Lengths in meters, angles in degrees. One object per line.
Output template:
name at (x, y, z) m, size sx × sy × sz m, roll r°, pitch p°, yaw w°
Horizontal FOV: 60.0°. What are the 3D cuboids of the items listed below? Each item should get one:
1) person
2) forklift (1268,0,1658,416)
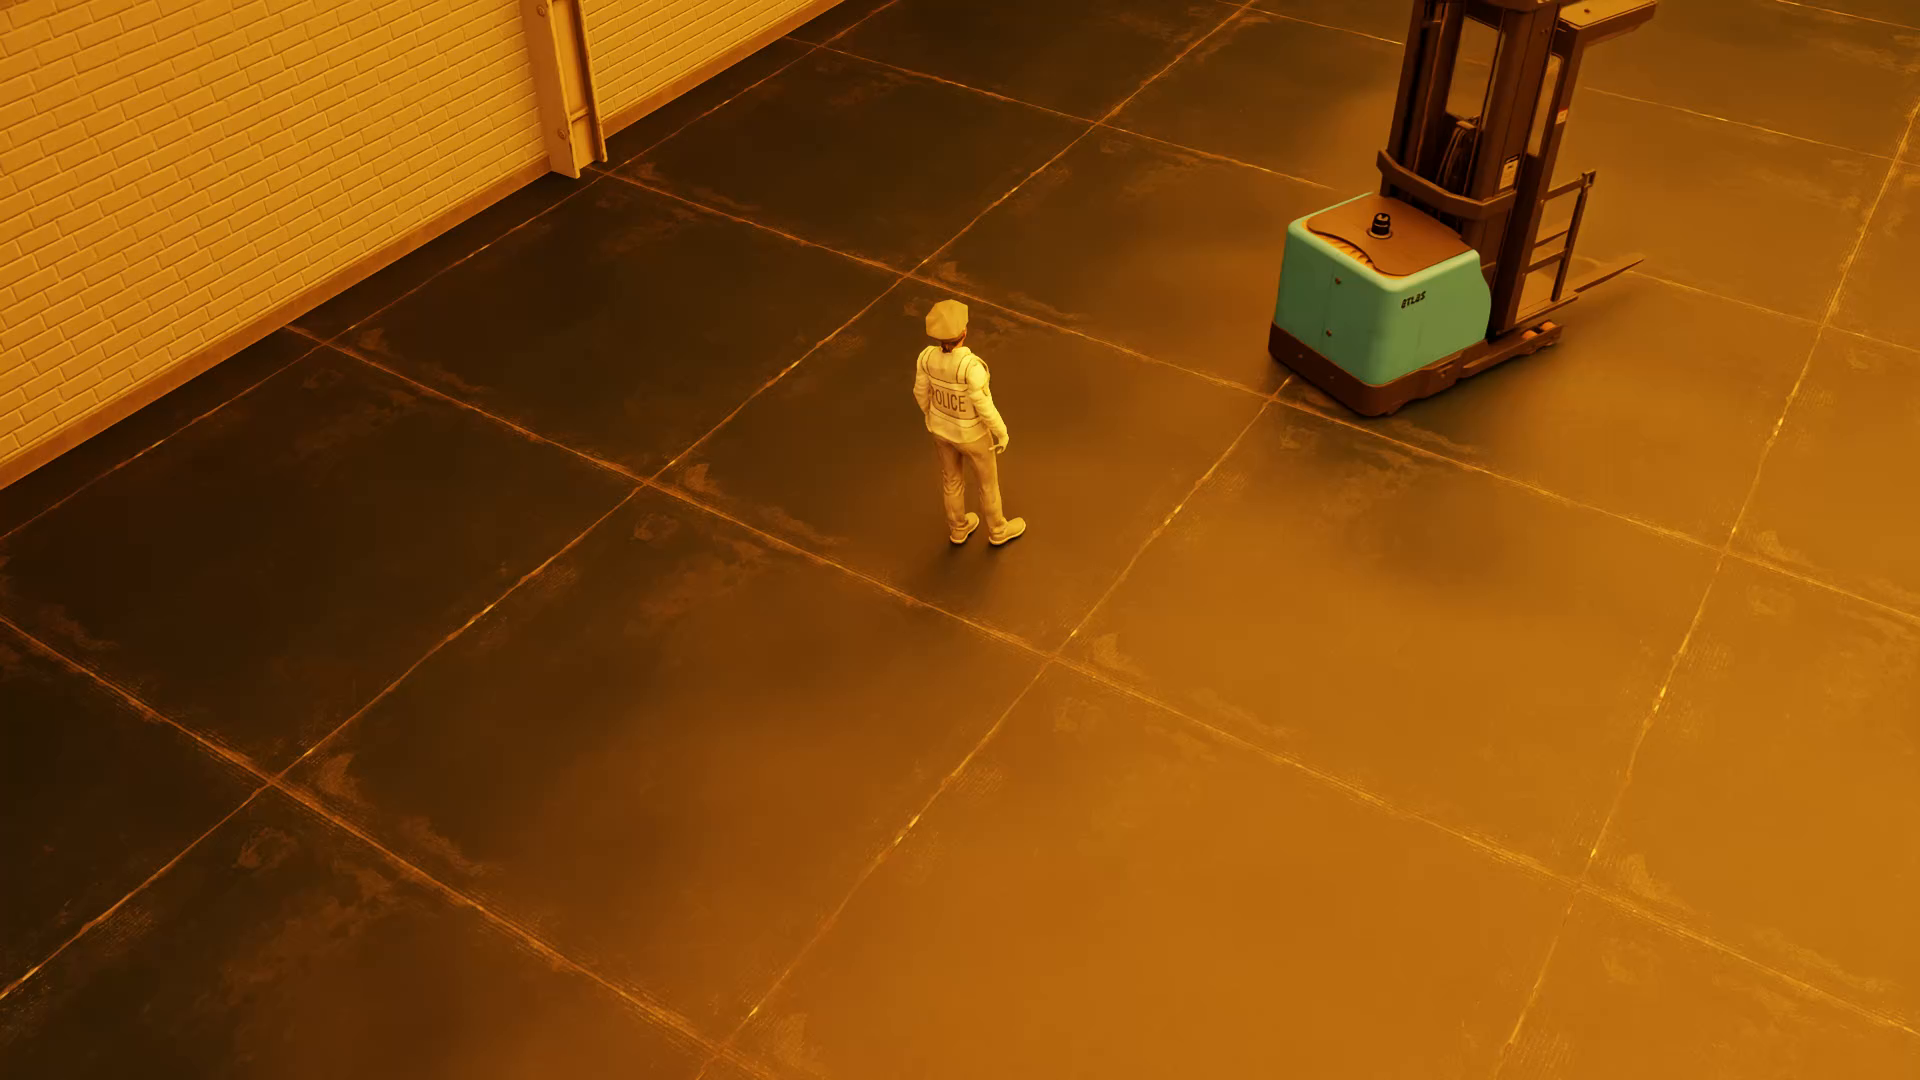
person at (0.042, -0.687, 9.723) m, size 0.588 × 1.695 × 0.531 m, roll 22°, pitch 45°, yaw 24°
forklift at (3.674, -2.692, 11.144) m, size 3.031 × 2.935 × 1.130 m, roll -24°, pitch 46°, yaw -25°
